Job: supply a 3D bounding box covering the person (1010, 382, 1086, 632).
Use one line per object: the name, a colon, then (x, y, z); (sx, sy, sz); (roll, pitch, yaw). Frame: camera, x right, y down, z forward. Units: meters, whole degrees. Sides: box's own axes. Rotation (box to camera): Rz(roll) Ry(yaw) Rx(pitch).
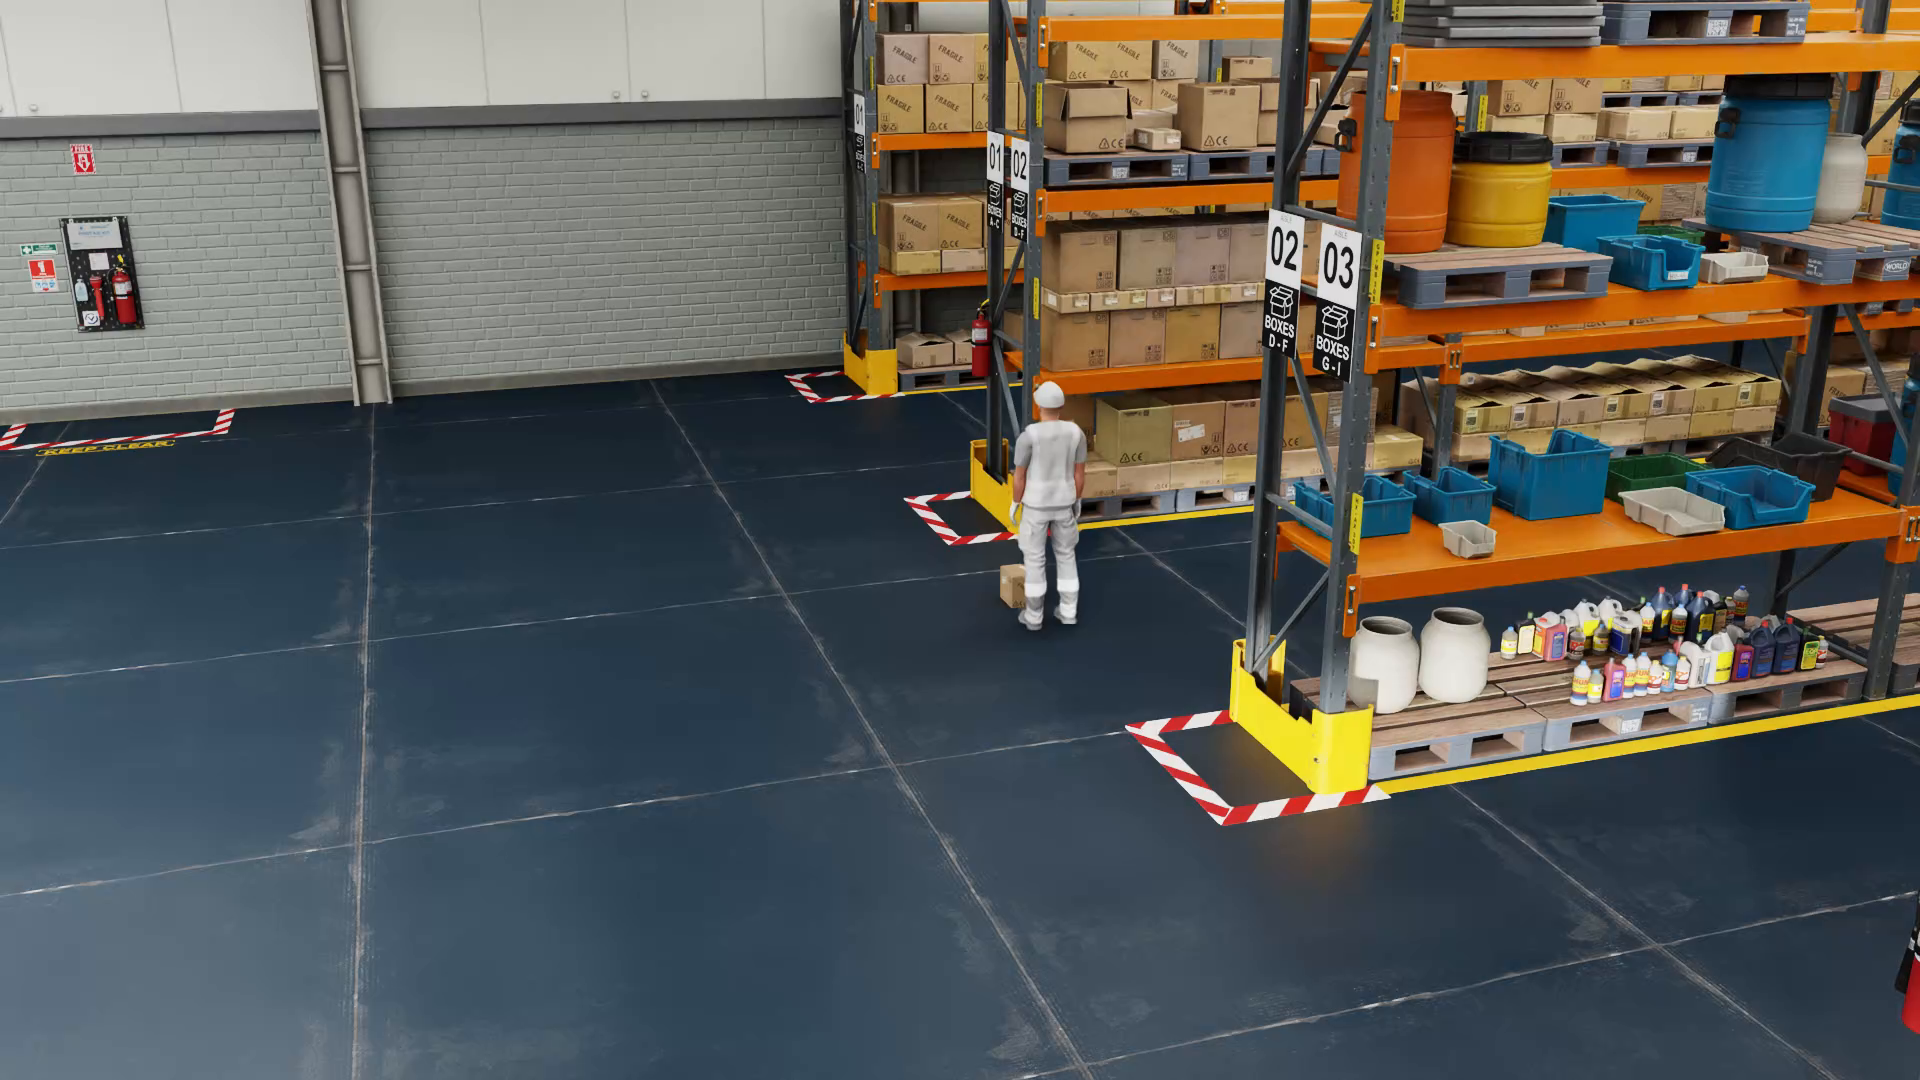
person: (0.608, -0.242, 11.727); (0.524, 1.789, 0.352); (-6, 20, -16)
